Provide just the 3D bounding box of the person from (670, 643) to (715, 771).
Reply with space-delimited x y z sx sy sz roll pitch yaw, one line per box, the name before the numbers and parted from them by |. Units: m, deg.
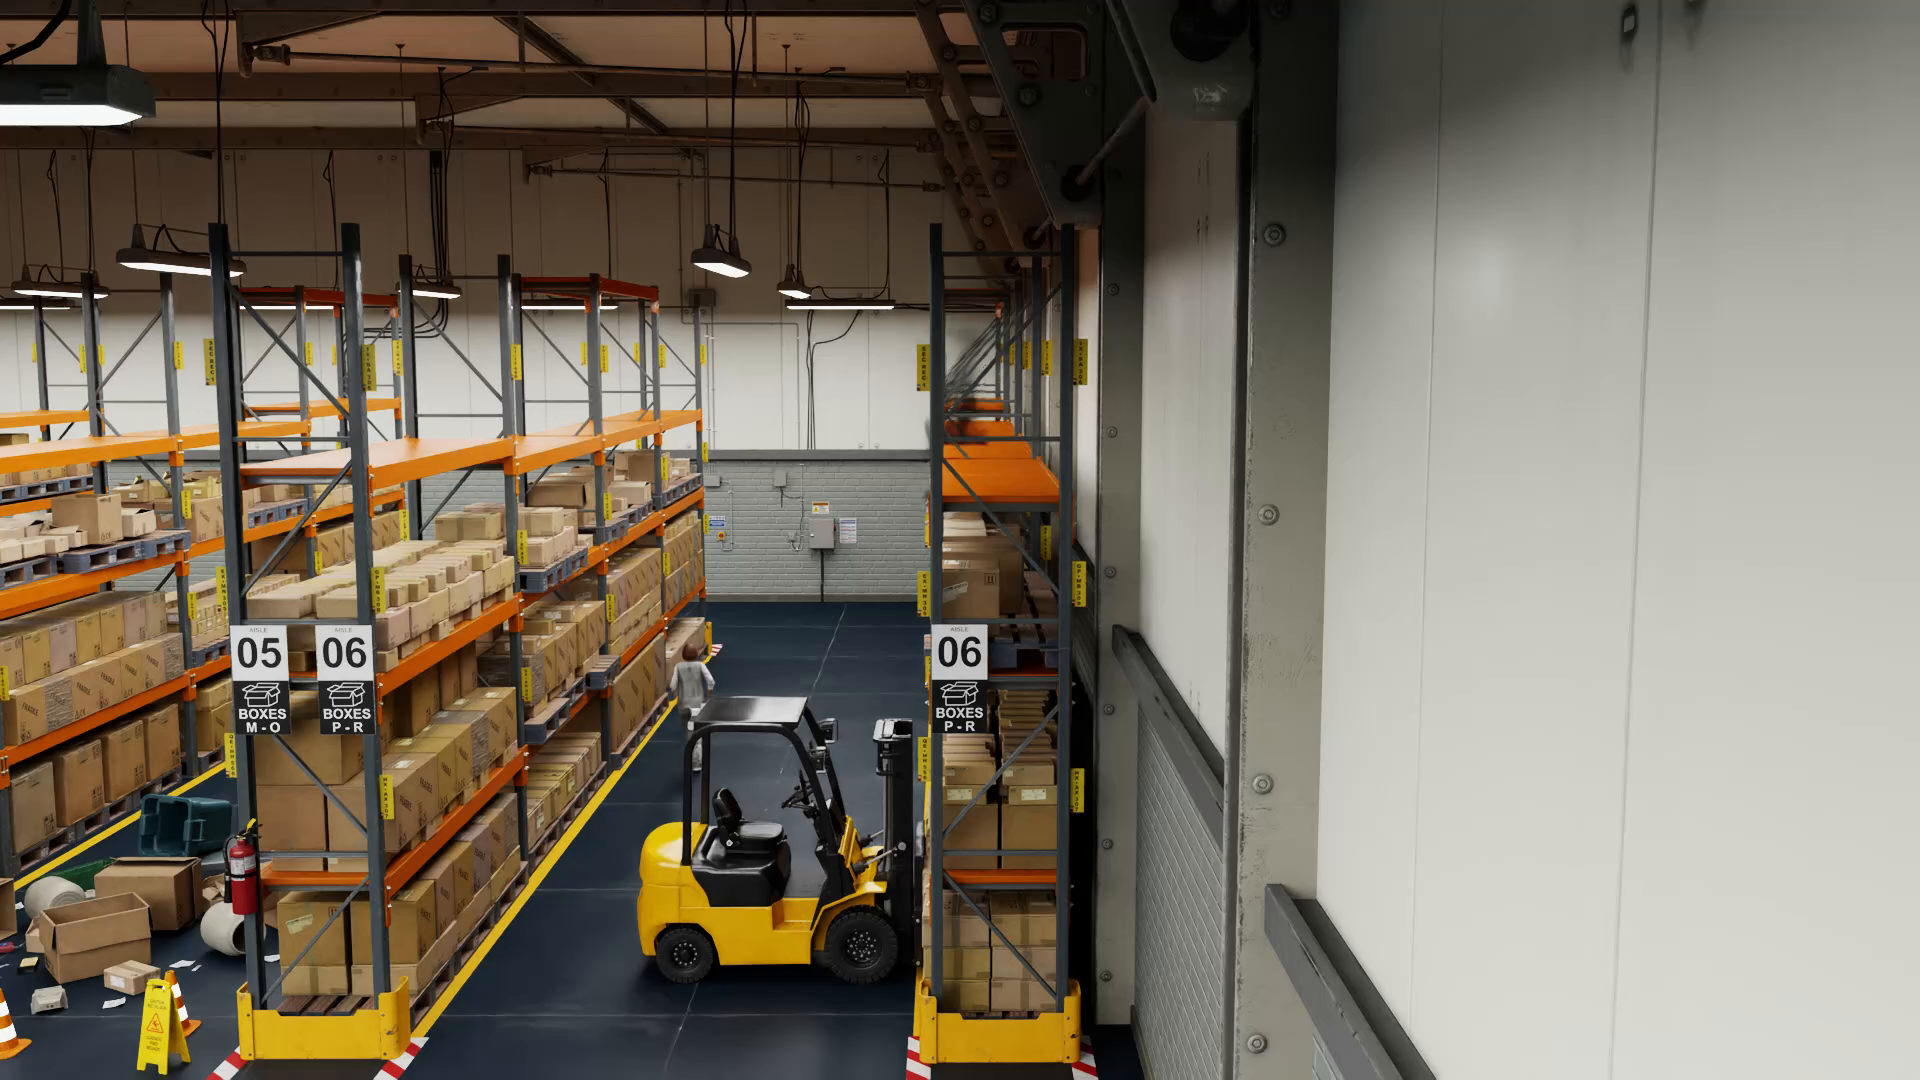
person | -3.264 2.030 20.318 0.540 1.556 0.546 -1 7 -9
